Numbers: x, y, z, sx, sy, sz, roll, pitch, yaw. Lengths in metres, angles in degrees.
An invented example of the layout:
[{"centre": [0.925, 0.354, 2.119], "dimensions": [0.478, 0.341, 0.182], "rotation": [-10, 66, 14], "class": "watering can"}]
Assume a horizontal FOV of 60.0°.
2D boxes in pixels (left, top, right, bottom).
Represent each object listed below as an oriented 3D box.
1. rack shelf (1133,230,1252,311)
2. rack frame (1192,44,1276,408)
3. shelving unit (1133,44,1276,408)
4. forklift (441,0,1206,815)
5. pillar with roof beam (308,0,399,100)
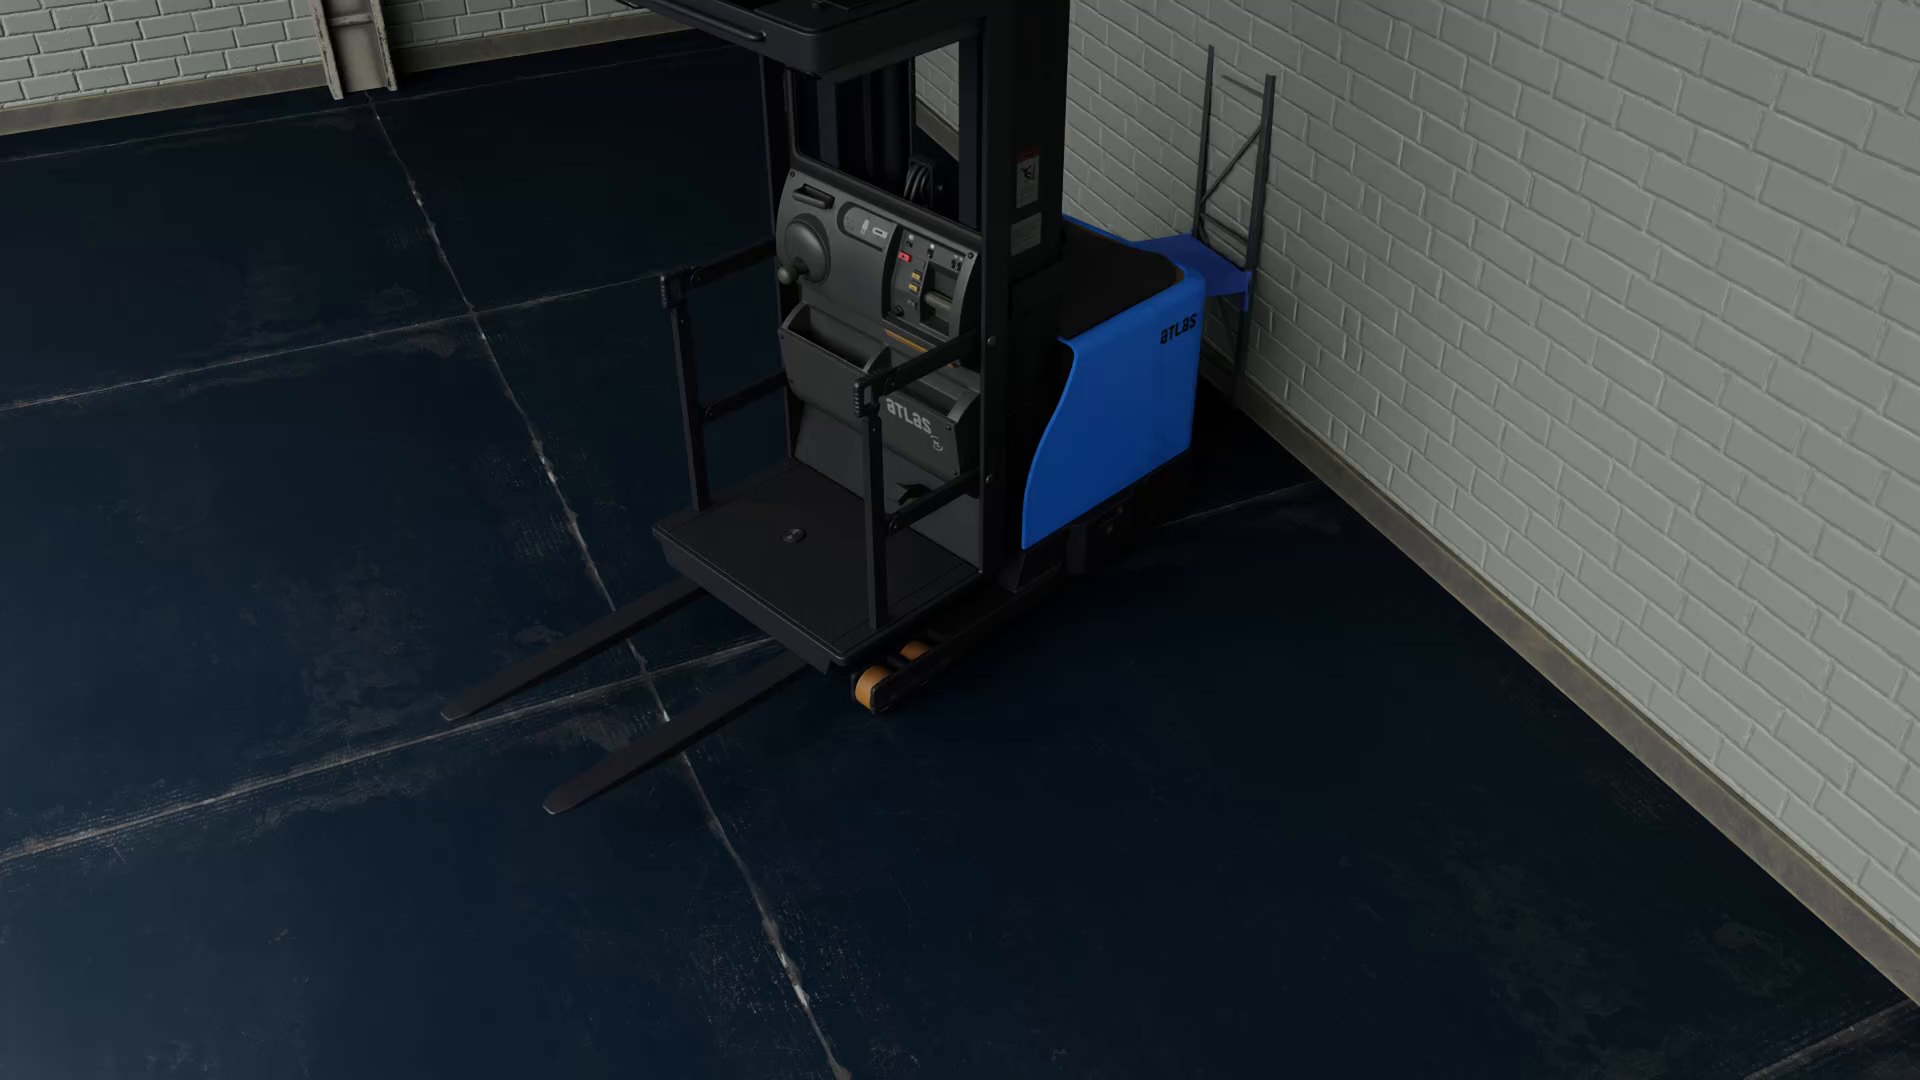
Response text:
[{"centre": [0.693, -1.103, 7.216], "dimensions": [1.000, 0.185, 0.538], "rotation": [-12, 34, -20], "class": "rack shelf"}, {"centre": [1.163, -1.356, 7.290], "dimensions": [0.032, 1.500, 0.500], "rotation": [-12, 34, -20], "class": "rack frame"}, {"centre": [0.695, -1.255, 7.120], "dimensions": [1.048, 1.500, 0.538], "rotation": [-12, 34, -20], "class": "shelving unit"}, {"centre": [-0.443, -0.914, 5.522], "dimensions": [3.031, 2.935, 1.130], "rotation": [-31, 46, -35], "class": "forklift"}, {"centre": [-2.005, -4.205, 4.866], "dimensions": [0.400, 9.000, 9.100], "rotation": [-16, 39, -20], "class": "pillar with roof beam"}]
